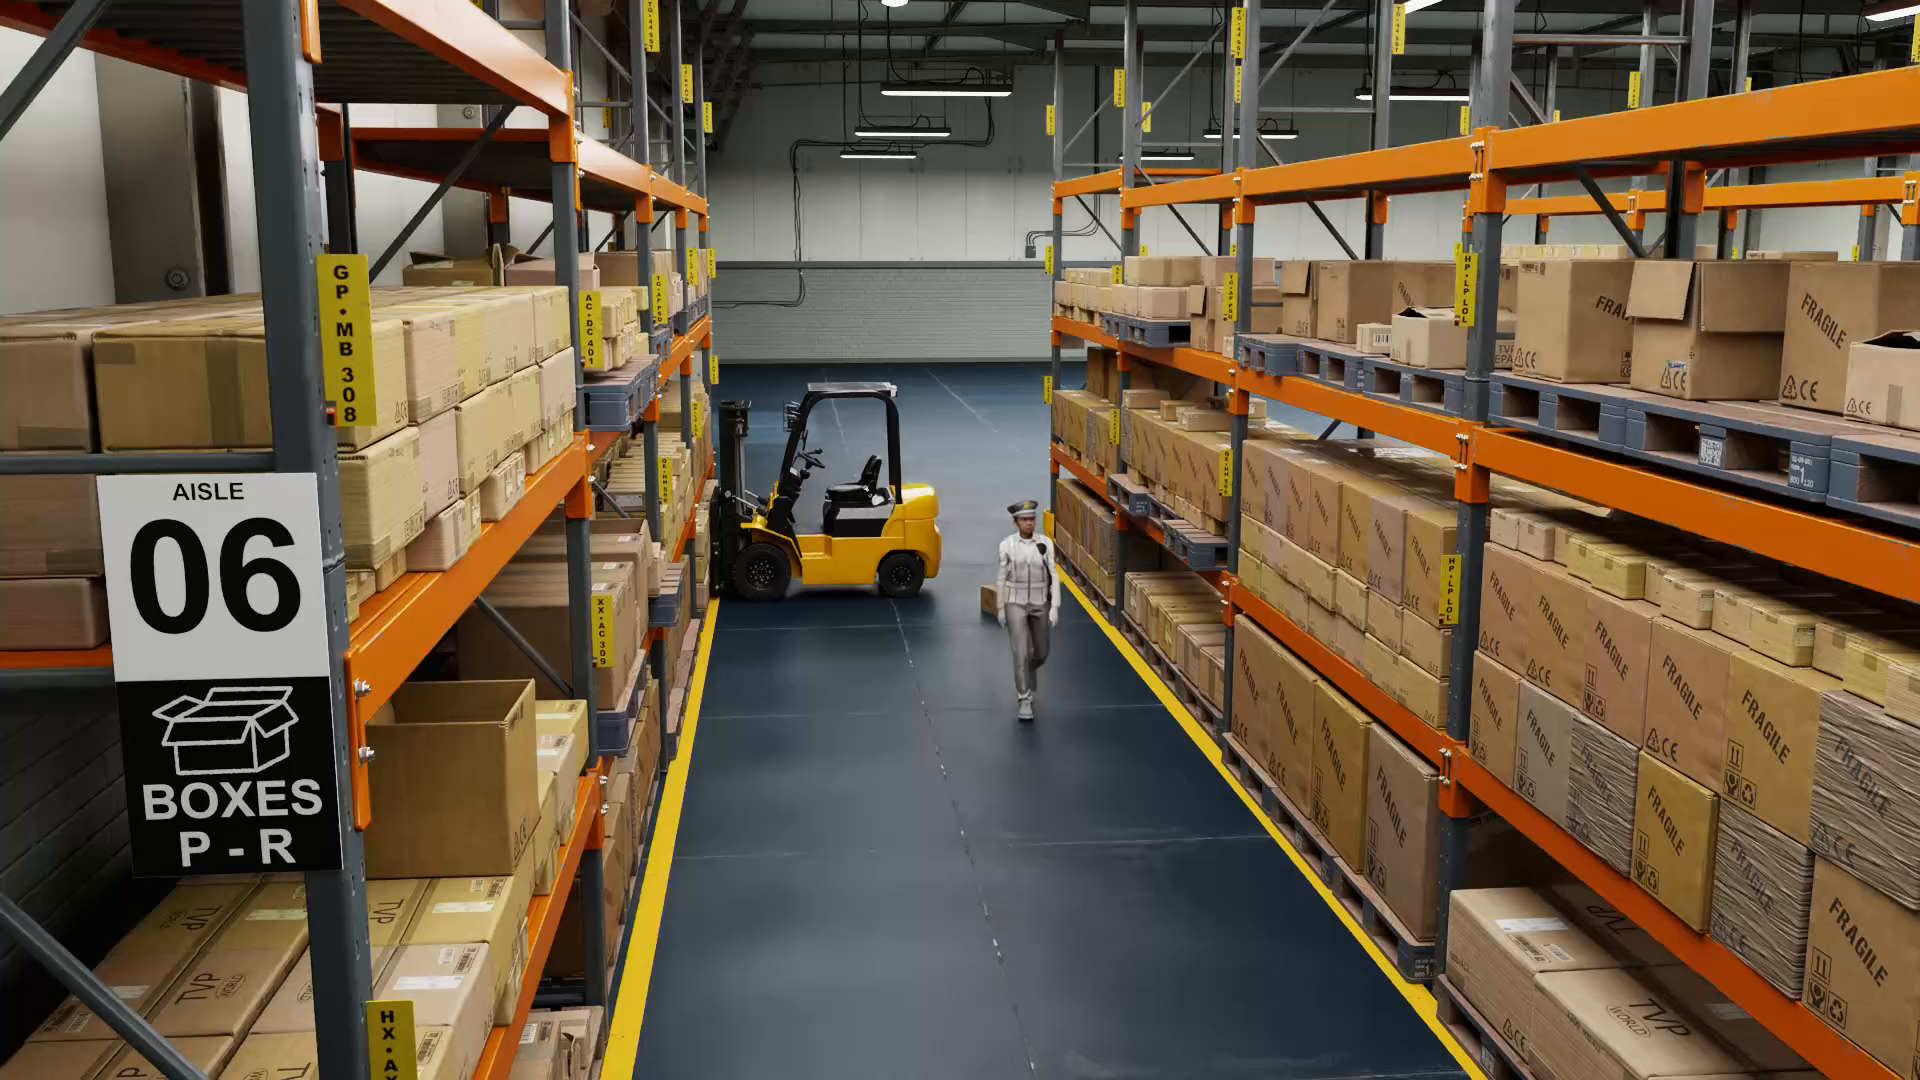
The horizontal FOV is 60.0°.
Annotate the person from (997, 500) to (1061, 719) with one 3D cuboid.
[{"bbox_3d":[0.533,0.498,12.968,0.489,1.658,0.805,-1,10,-7],"label":"person"}]
